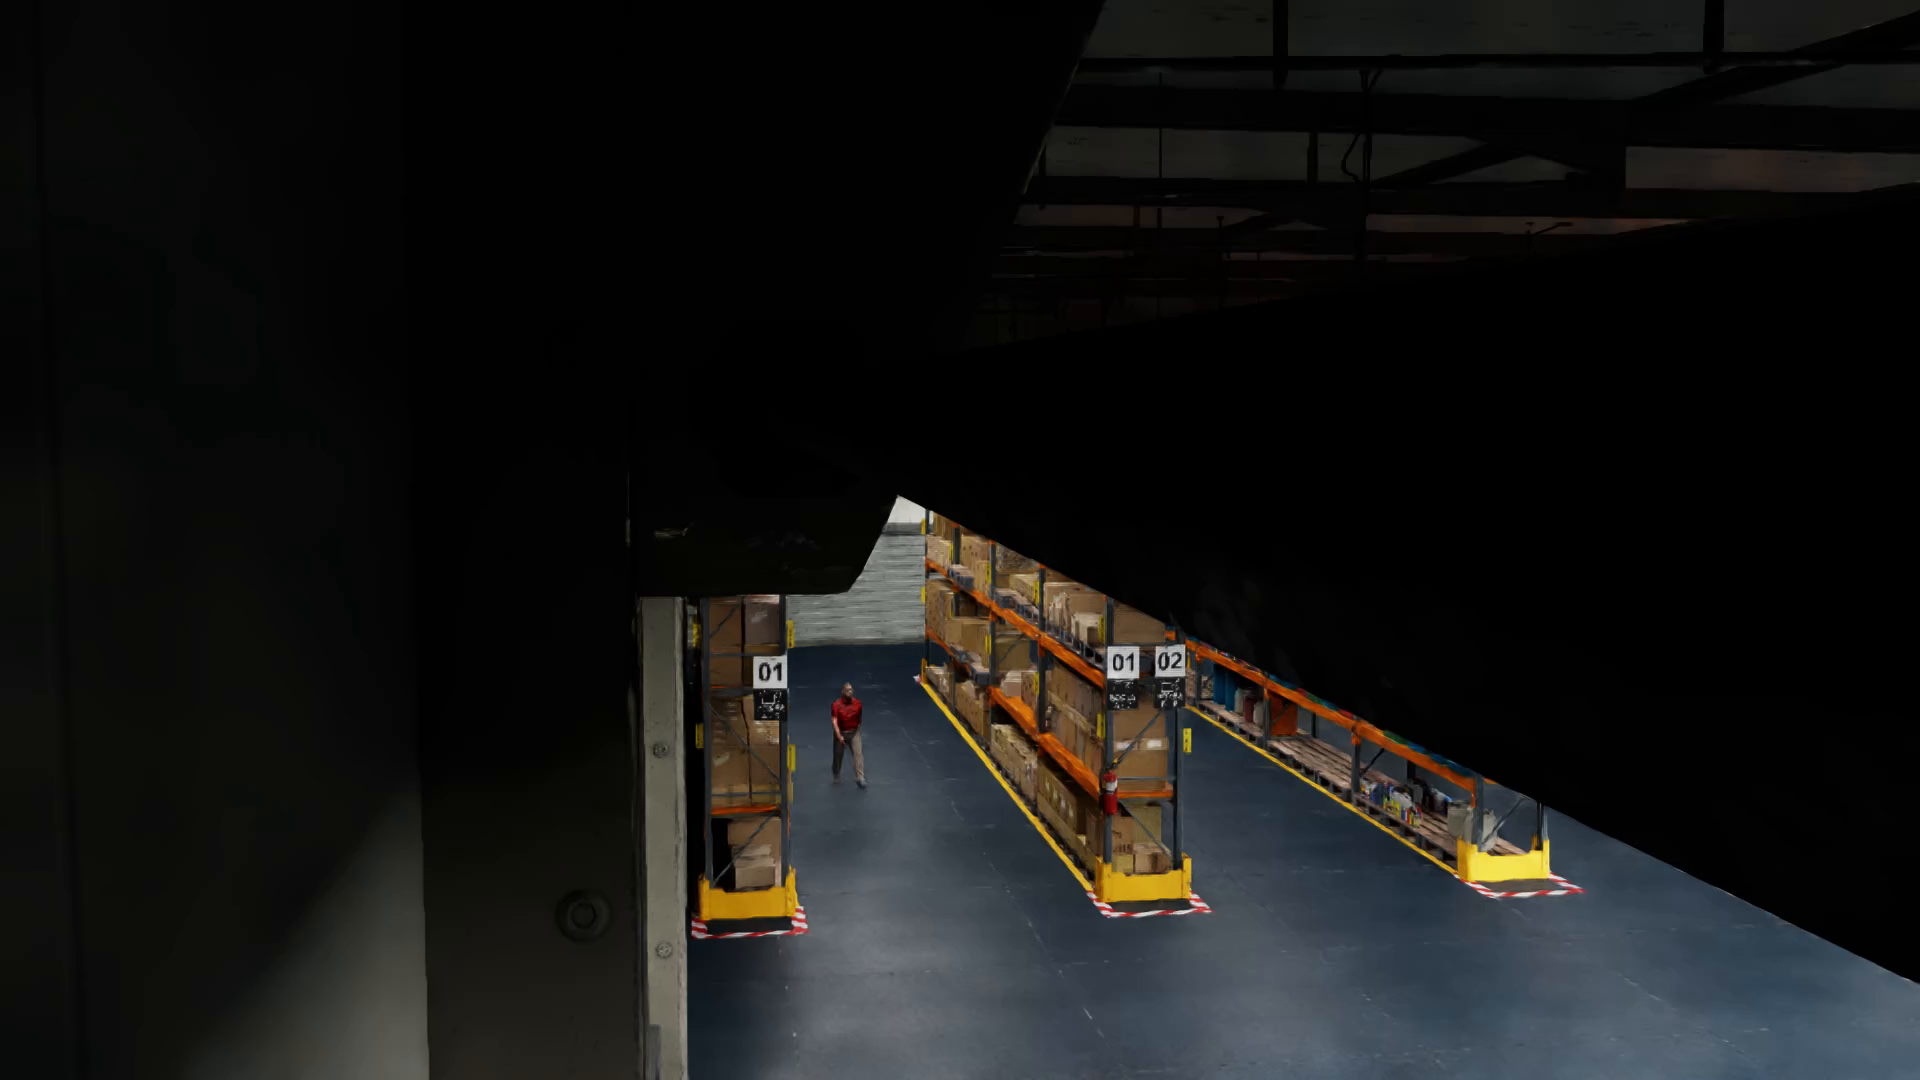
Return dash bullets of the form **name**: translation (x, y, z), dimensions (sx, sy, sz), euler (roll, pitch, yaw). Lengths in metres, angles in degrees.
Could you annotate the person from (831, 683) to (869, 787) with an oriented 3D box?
- **person**: translation (-1.824, 3.129, 26.823), dimensions (0.536, 1.657, 1.037), euler (-2, 5, -18)
